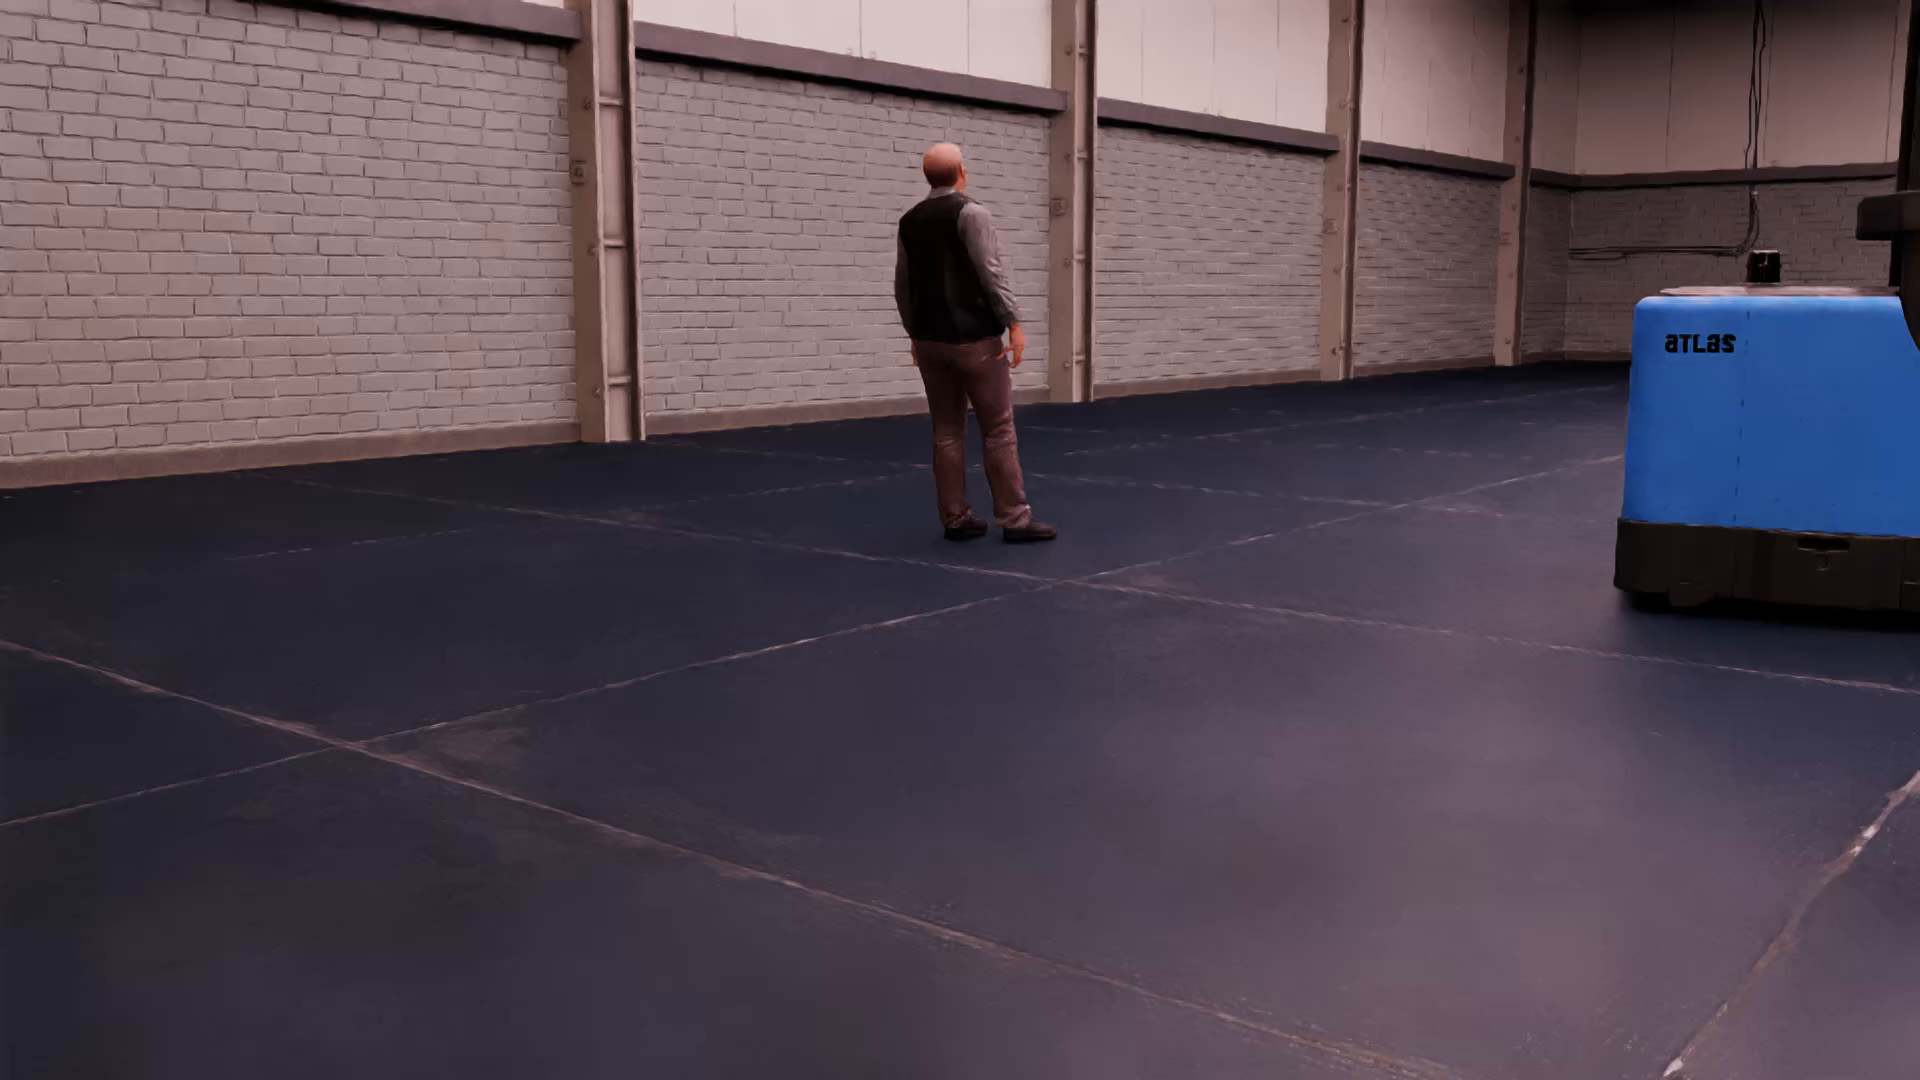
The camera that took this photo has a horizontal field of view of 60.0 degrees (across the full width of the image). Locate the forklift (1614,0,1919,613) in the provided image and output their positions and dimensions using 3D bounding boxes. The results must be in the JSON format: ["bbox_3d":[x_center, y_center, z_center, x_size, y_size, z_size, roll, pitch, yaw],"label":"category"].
[{"bbox_3d":[3.839,-1.179,5.341,3.031,2.935,1.130,4,9,26],"label":"forklift"}]

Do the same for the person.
[{"bbox_3d":[0.046,-0.865,7.322,0.632,1.720,0.567,7,11,38],"label":"person"}]
